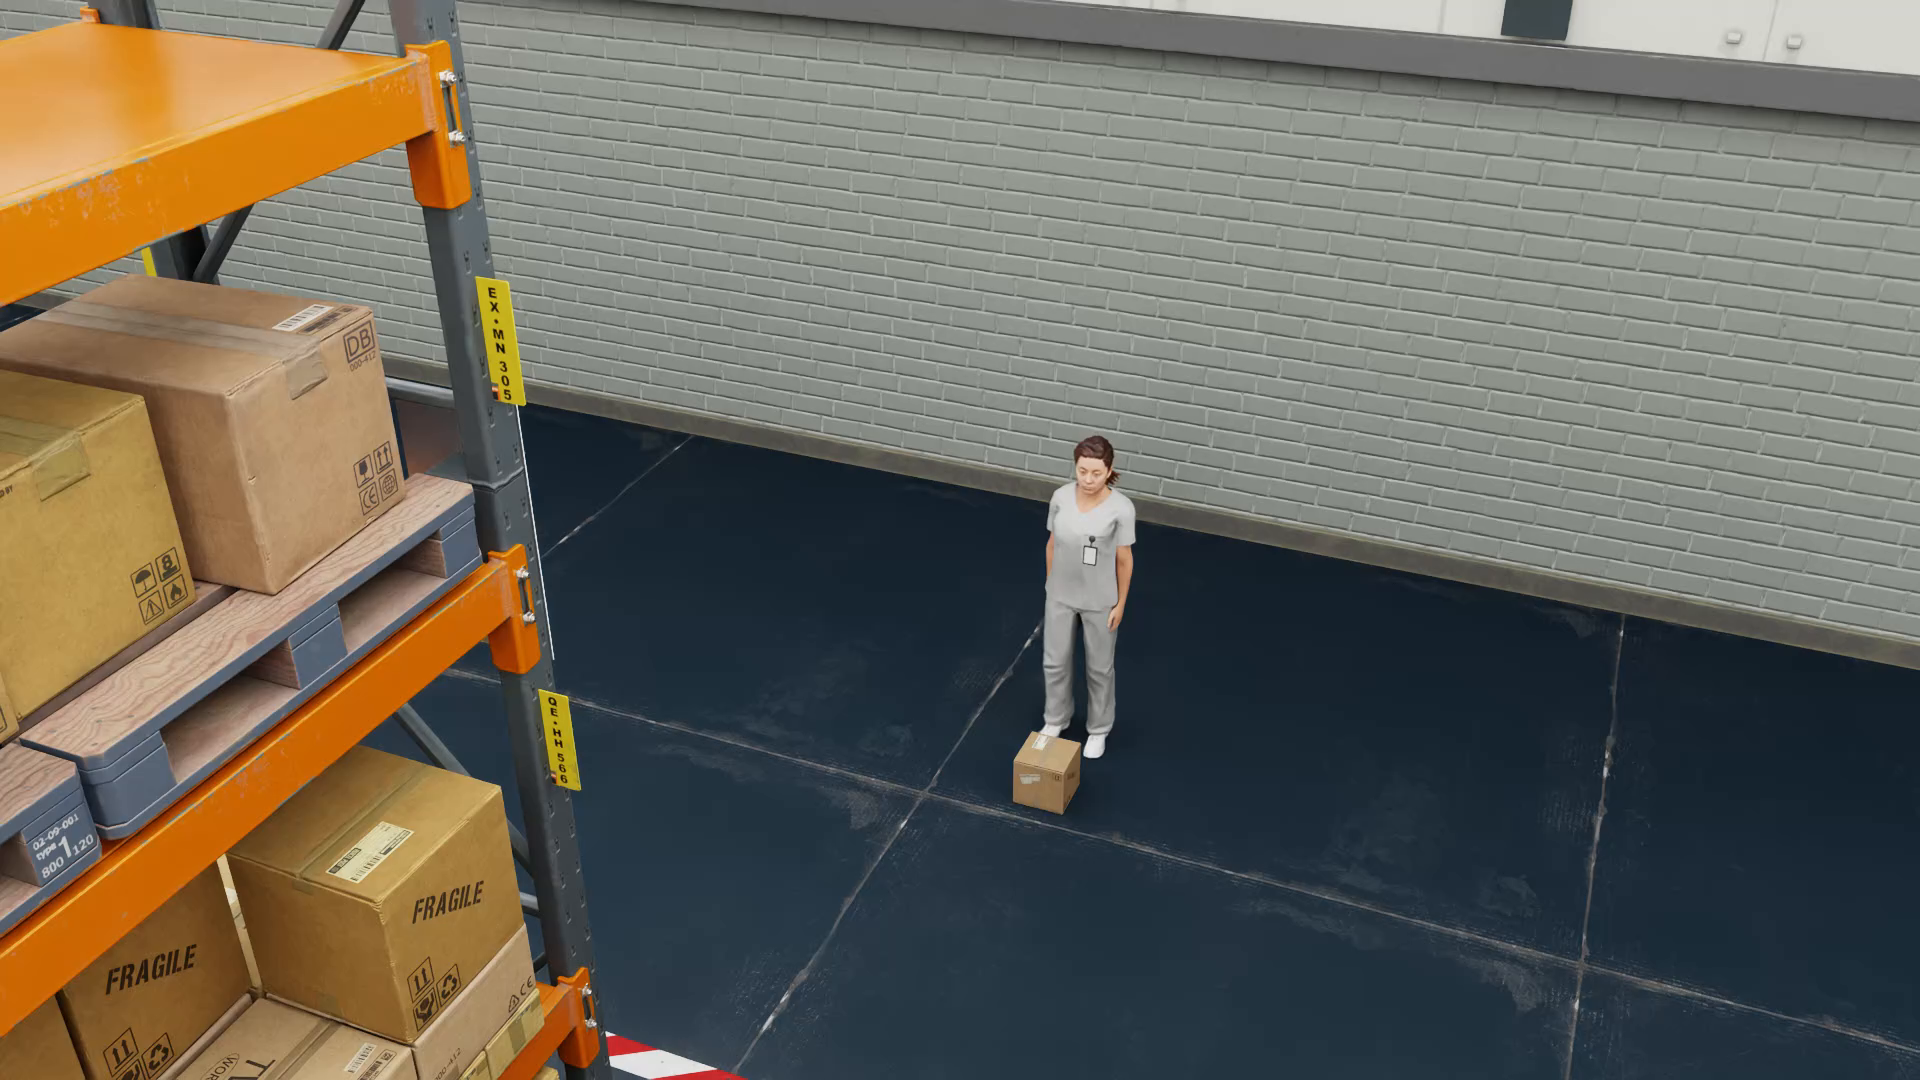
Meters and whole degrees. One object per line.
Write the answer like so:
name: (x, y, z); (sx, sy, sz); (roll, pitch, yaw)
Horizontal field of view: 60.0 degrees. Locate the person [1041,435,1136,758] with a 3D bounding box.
person: (0.603, 0.271, 7.928); (0.437, 1.668, 0.365); (12, 32, 20)
